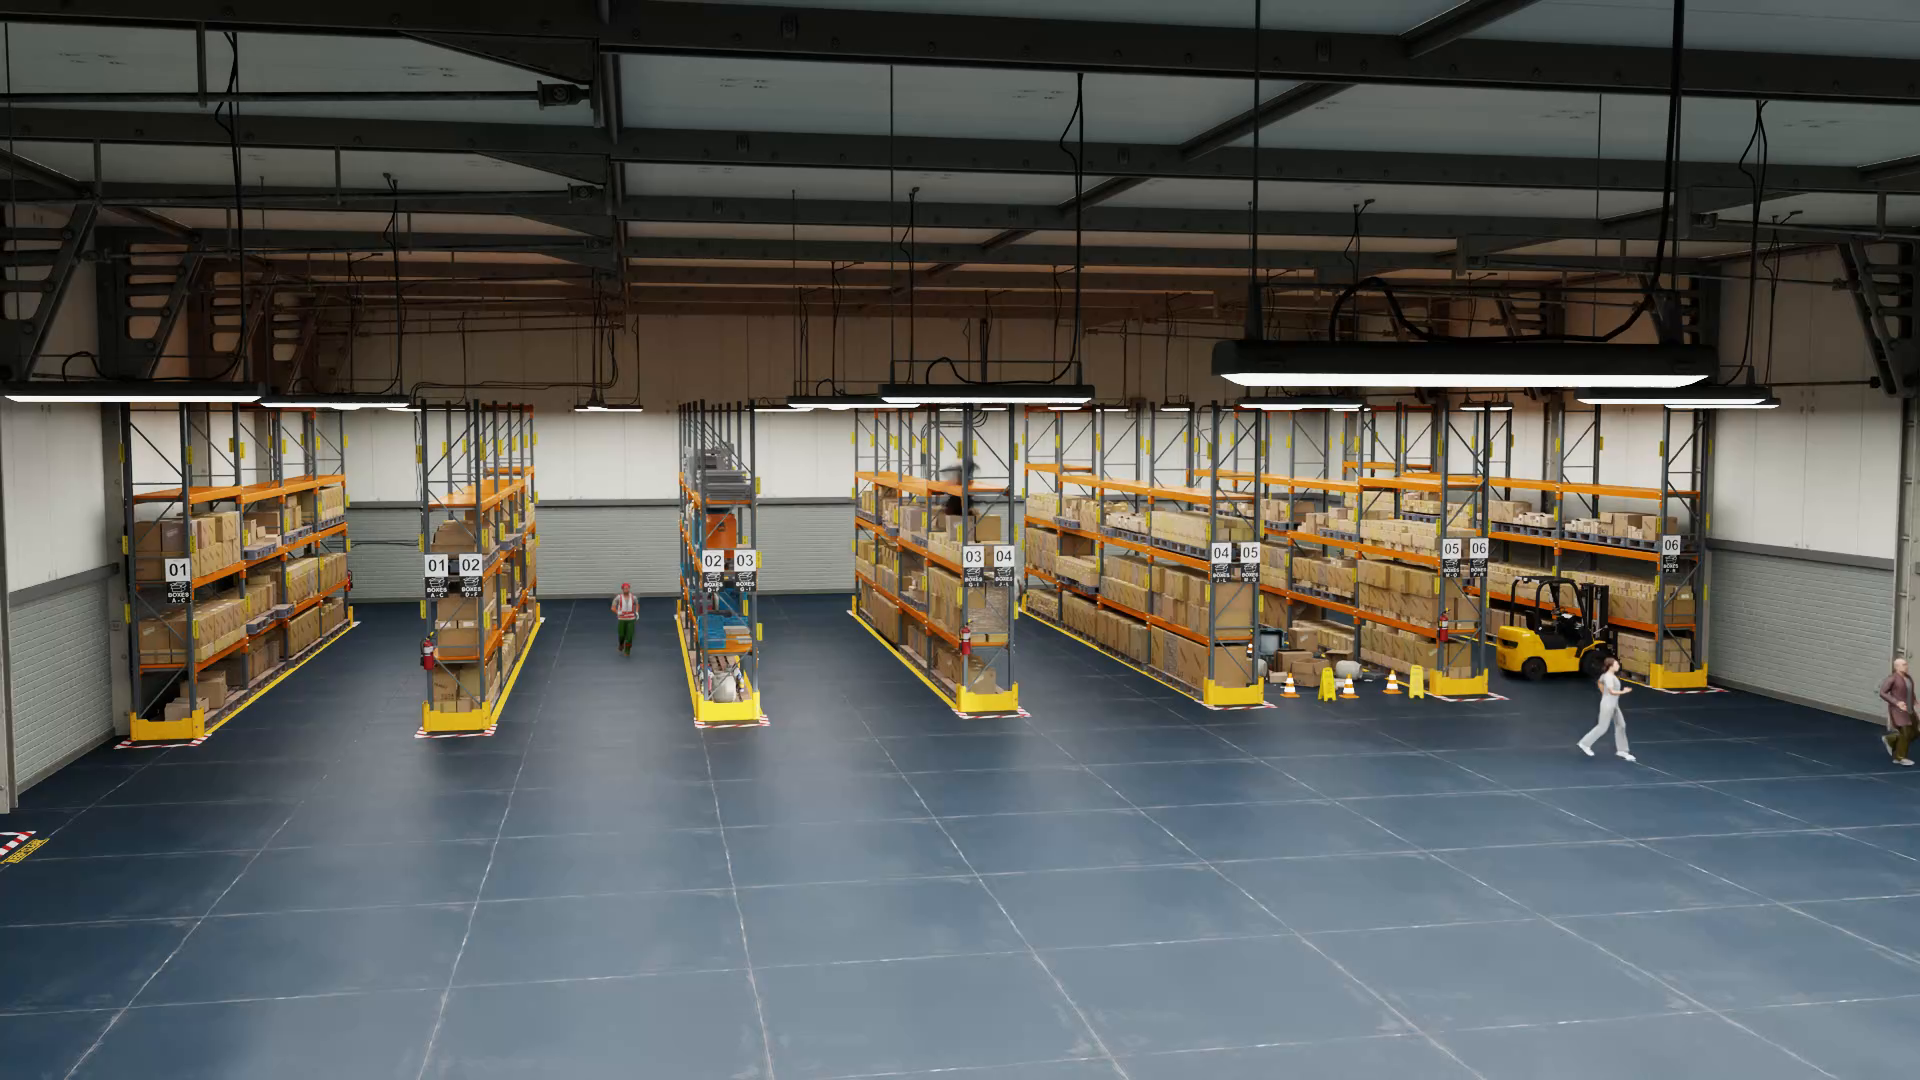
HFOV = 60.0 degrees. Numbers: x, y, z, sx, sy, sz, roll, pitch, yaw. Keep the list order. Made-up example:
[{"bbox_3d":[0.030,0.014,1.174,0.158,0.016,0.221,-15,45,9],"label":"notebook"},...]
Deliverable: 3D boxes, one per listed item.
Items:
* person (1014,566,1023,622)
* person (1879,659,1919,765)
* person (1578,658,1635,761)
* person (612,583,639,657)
[{"bbox_3d":[1.417,1.528,44.843,0.598,1.666,0.667,-1,4,-13],"label":"person"},{"bbox_3d":[15.391,2.822,27.257,0.689,1.682,0.670,-2,5,-22],"label":"person"},{"bbox_3d":[10.740,2.796,27.569,0.894,1.677,0.583,2,5,28],"label":"person"},{"bbox_3d":[-7.899,1.879,39.336,0.661,1.749,0.690,-2,5,-19],"label":"person"}]
